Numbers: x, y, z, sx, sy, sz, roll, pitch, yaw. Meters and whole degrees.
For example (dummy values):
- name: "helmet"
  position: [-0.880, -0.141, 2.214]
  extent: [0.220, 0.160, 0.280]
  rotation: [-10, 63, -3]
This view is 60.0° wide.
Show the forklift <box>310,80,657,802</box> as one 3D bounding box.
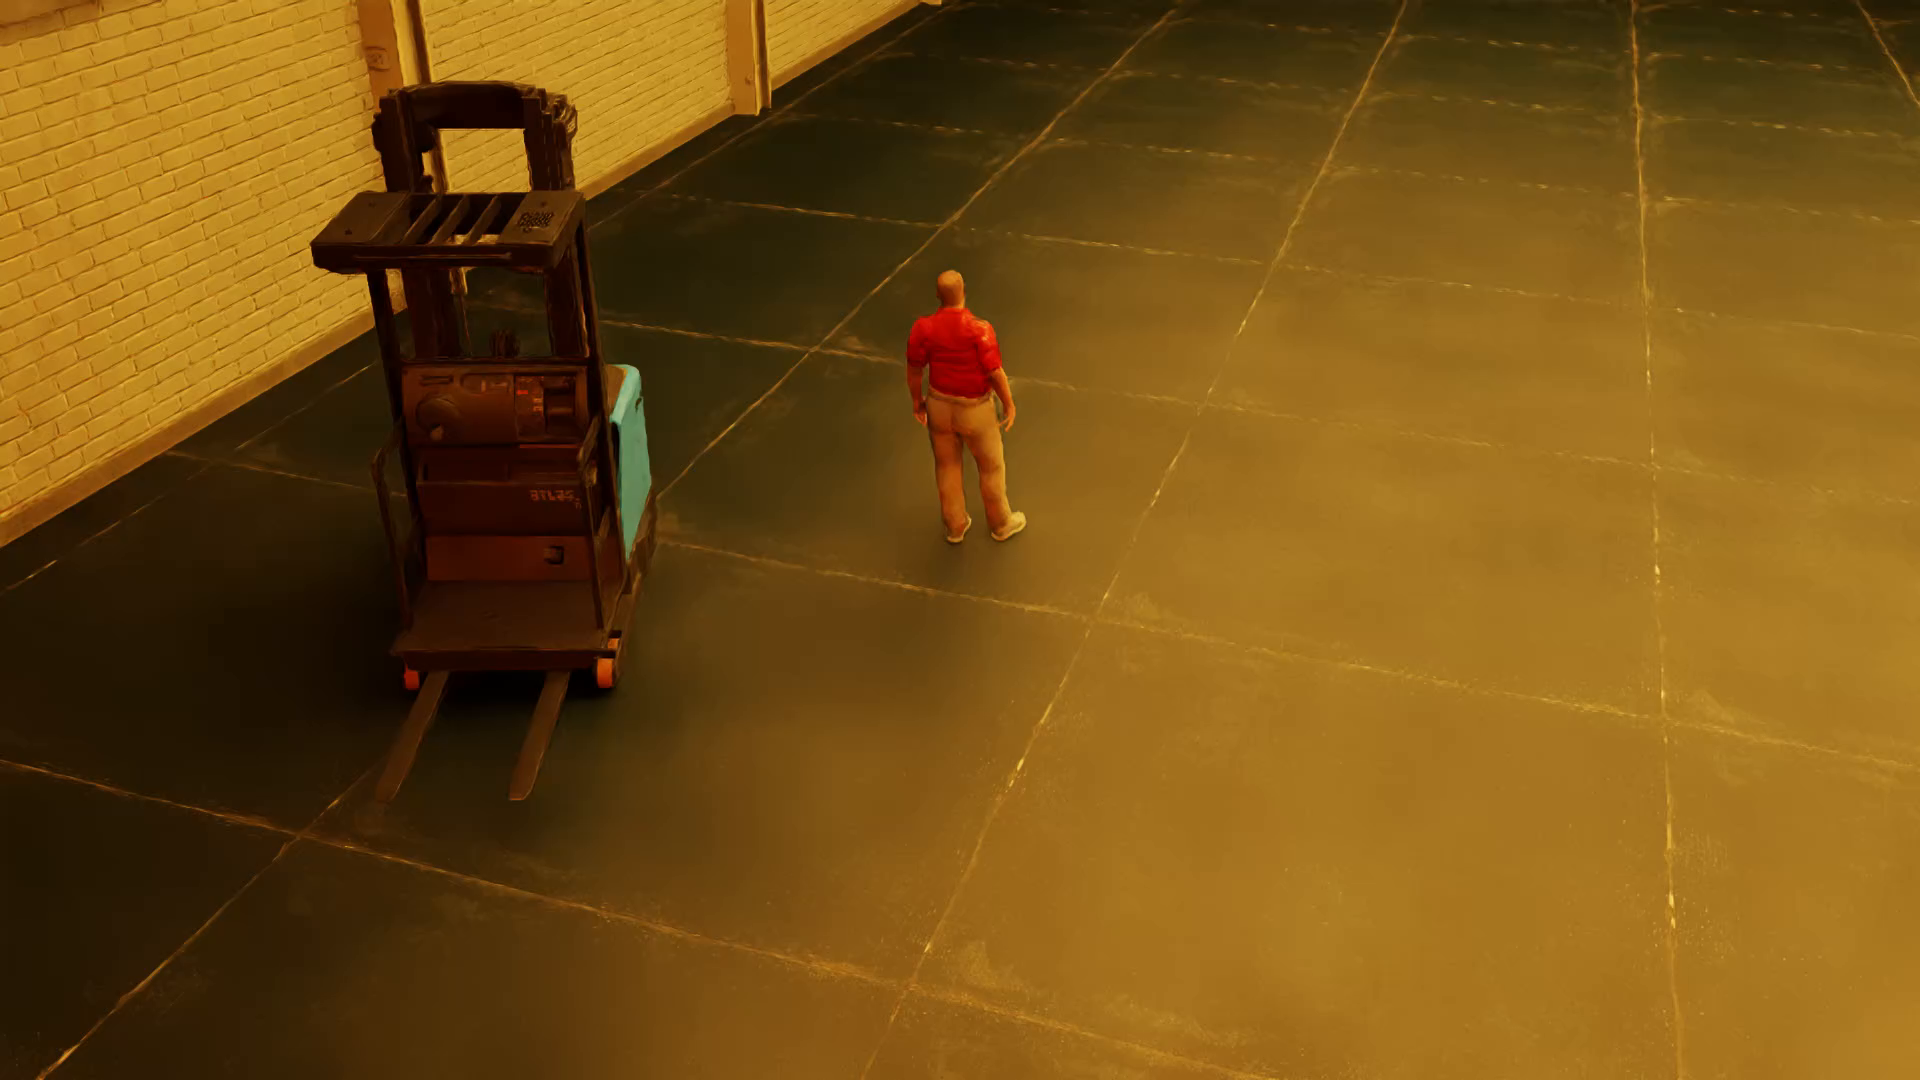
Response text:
- name: "forklift"
  position: [-2.353, -0.645, 8.267]
  extent: [1.130, 2.935, 3.031]
  rotation: [-1, 30, -1]

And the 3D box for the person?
- name: "person"
  position: [0.040, -0.798, 9.735]
  extent: [0.640, 1.726, 0.550]
  rotation: [10, 31, 16]
